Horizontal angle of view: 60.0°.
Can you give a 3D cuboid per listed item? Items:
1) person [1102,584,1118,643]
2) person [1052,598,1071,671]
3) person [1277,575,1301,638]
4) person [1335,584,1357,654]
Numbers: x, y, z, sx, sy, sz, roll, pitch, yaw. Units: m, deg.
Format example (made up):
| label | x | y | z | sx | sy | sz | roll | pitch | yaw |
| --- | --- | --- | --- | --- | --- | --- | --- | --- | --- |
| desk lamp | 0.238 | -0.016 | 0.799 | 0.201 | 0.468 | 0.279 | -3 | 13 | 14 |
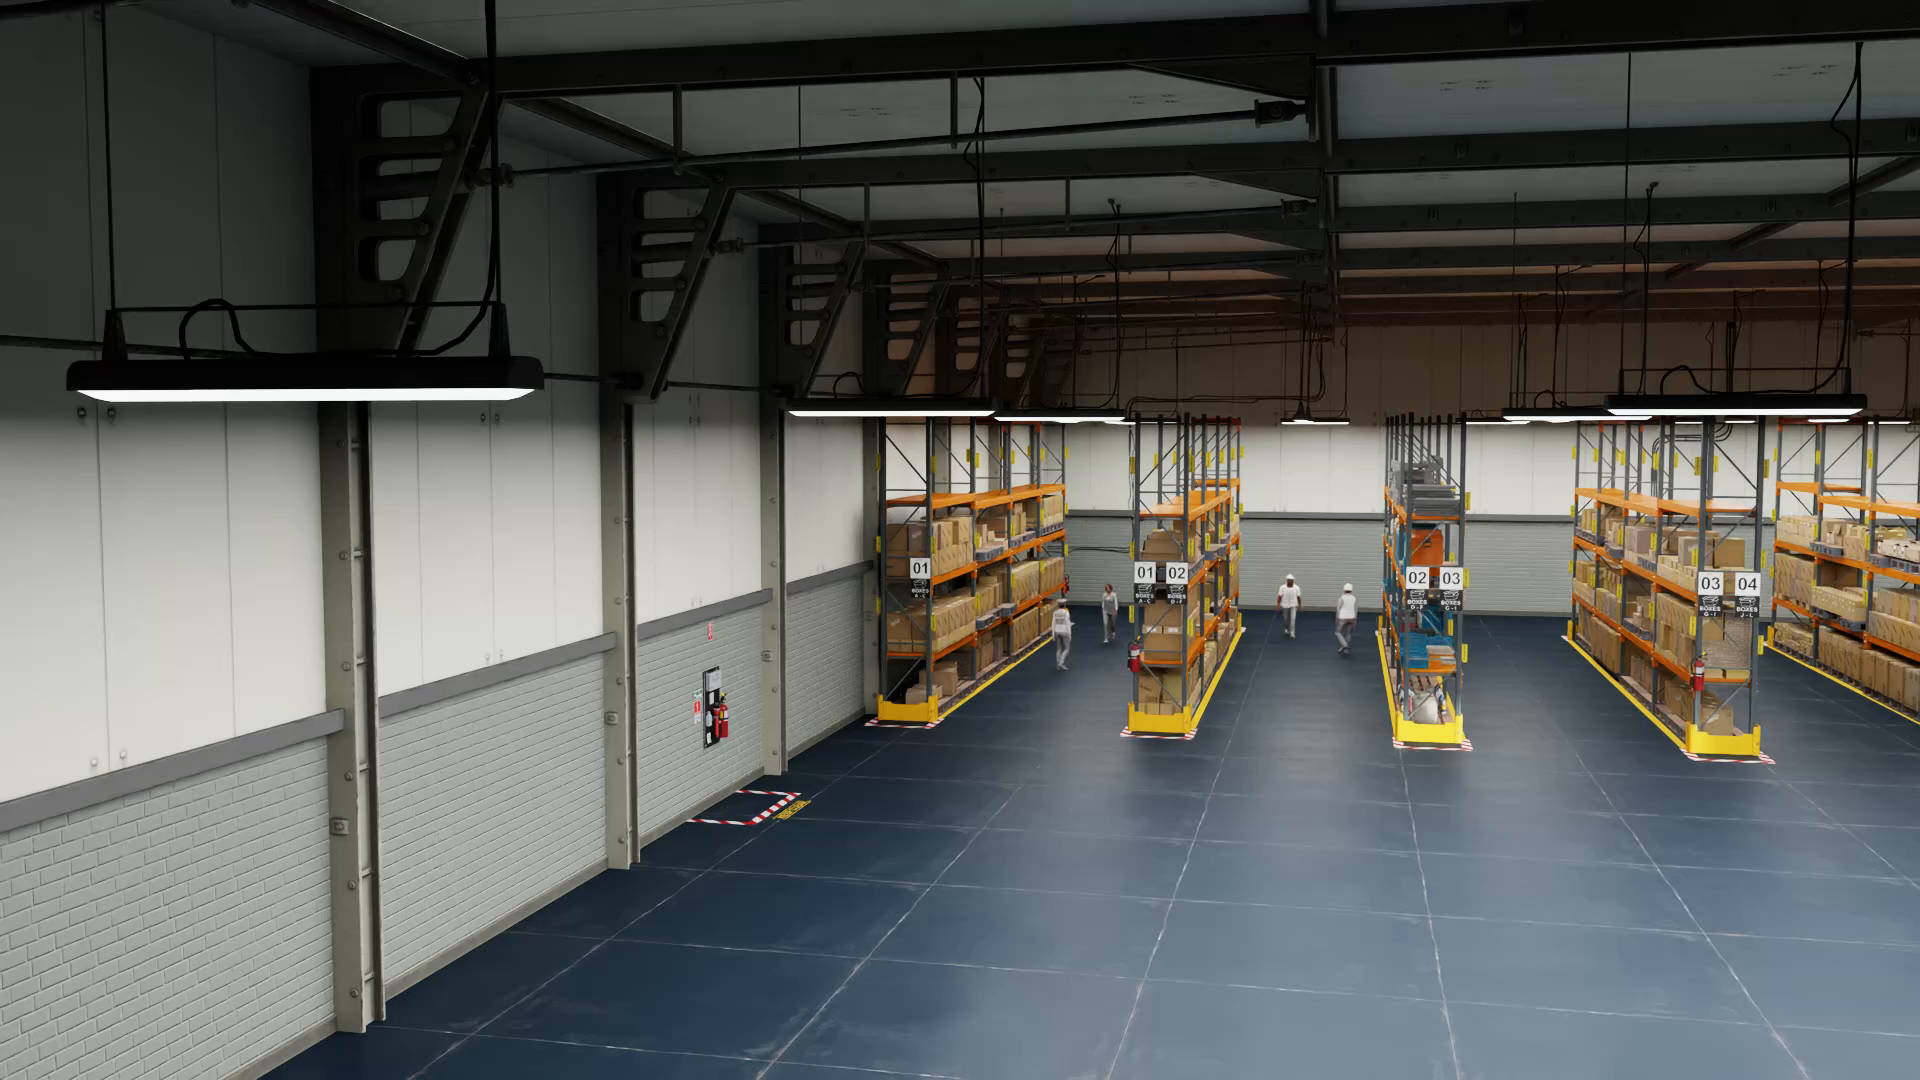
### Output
| label | x | y | z | sx | sy | sz | roll | pitch | yaw |
| --- | --- | --- | --- | --- | --- | --- | --- | --- | --- |
| person | 4.001 | 1.934 | 44.271 | 0.421 | 1.563 | 0.768 | 1 | 4 | 10 |
| person | 2.377 | 2.232 | 39.263 | 0.526 | 1.681 | 0.461 | 3 | 5 | 38 |
| person | 8.978 | 1.797 | 45.316 | 0.657 | 1.714 | 1.093 | 1 | 4 | 10 |
| person | 9.769 | 1.994 | 41.964 | 0.558 | 1.775 | 0.512 | -1 | 4 | -12 |
